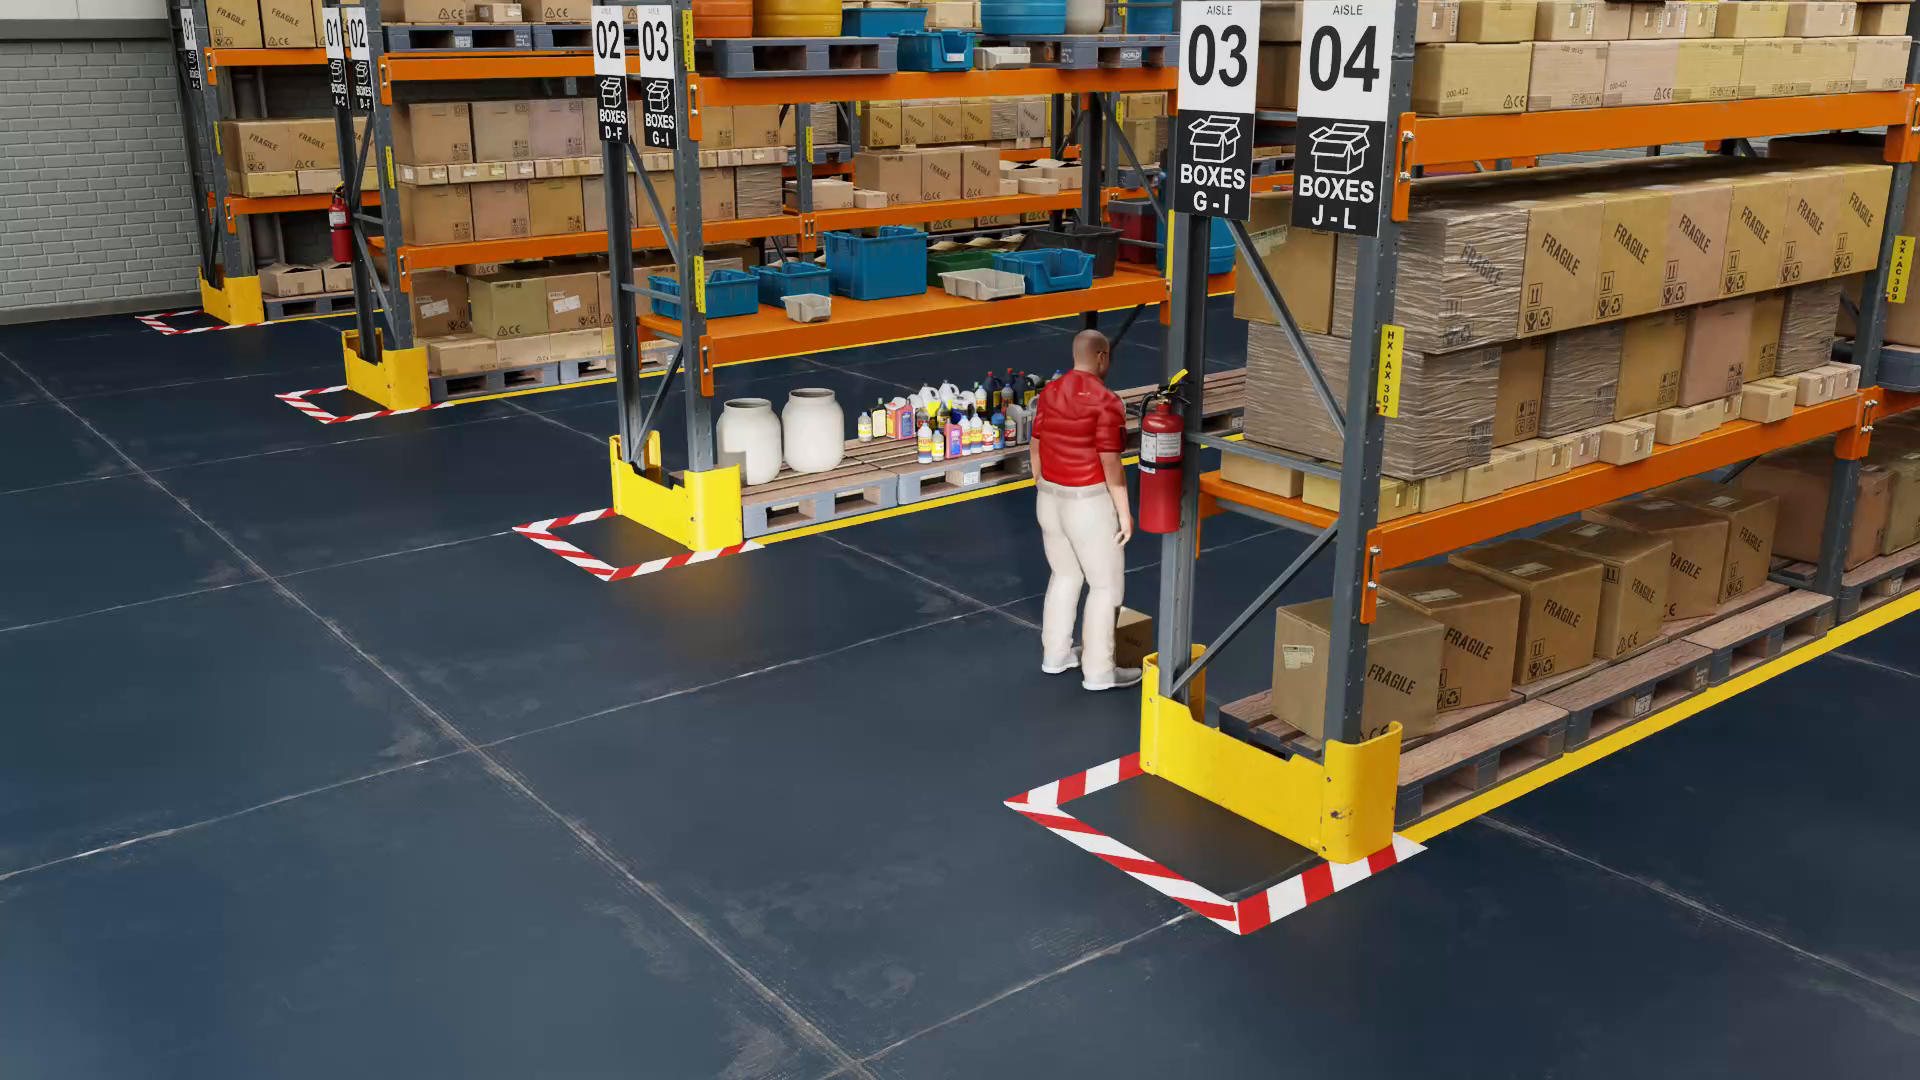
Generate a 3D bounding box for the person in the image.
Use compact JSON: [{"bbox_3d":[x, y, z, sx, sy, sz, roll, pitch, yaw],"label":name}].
[{"bbox_3d":[0.596,-0.154,8.060,0.393,1.726,0.602,-15,23,-40],"label":"person"}]
